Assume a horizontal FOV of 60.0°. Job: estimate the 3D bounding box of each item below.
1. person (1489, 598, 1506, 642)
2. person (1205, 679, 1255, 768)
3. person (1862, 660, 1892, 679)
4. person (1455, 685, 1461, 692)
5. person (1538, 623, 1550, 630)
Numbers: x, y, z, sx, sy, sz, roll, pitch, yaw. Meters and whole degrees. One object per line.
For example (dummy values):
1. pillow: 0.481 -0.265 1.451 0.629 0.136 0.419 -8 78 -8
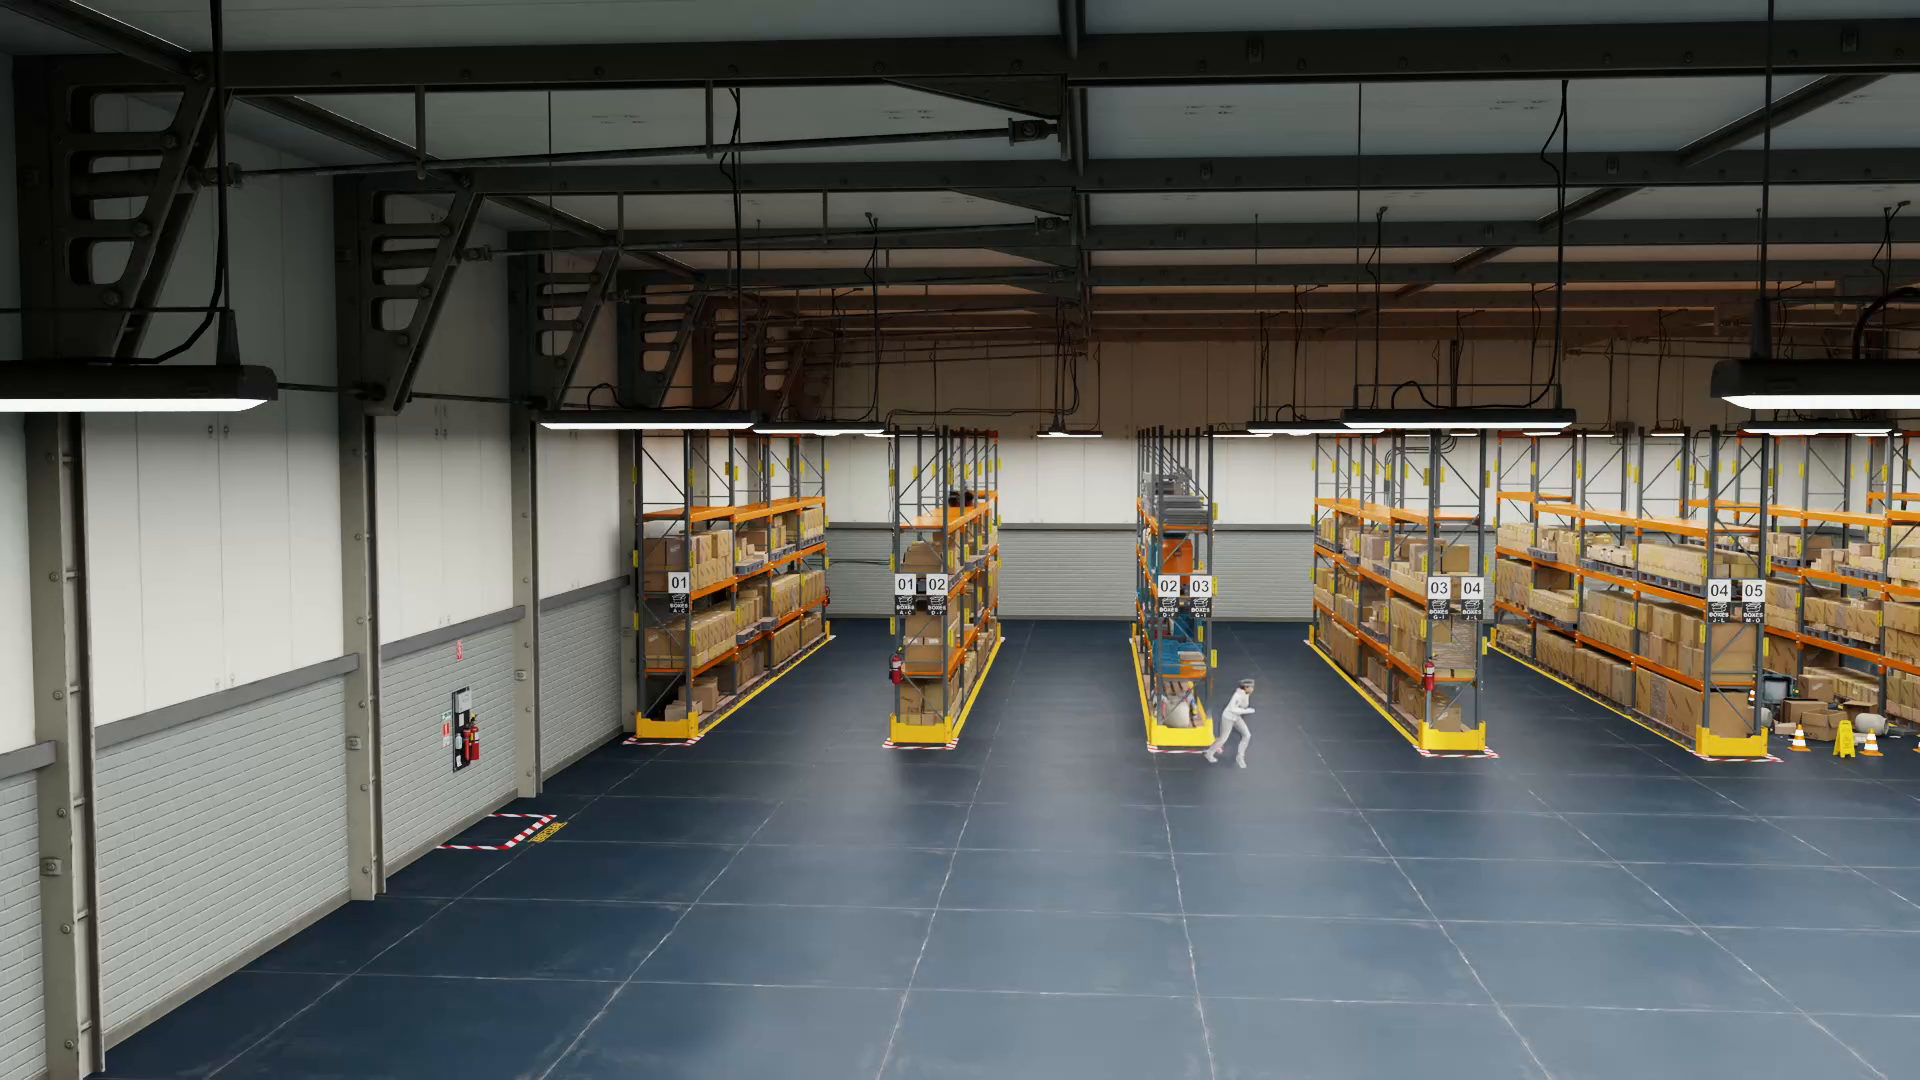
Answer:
1. person: 15.443 2.071 47.452 0.804 1.650 0.578 -2 4 -26
2. person: 4.759 3.207 29.188 0.953 1.606 0.651 2 4 34
3. person: 21.643 2.481 39.230 0.645 1.796 1.100 0 3 6
4. person: 11.376 2.711 37.931 0.517 1.528 0.809 1 3 9
5. person: 16.403 1.998 47.107 0.953 1.824 0.654 0 3 0
